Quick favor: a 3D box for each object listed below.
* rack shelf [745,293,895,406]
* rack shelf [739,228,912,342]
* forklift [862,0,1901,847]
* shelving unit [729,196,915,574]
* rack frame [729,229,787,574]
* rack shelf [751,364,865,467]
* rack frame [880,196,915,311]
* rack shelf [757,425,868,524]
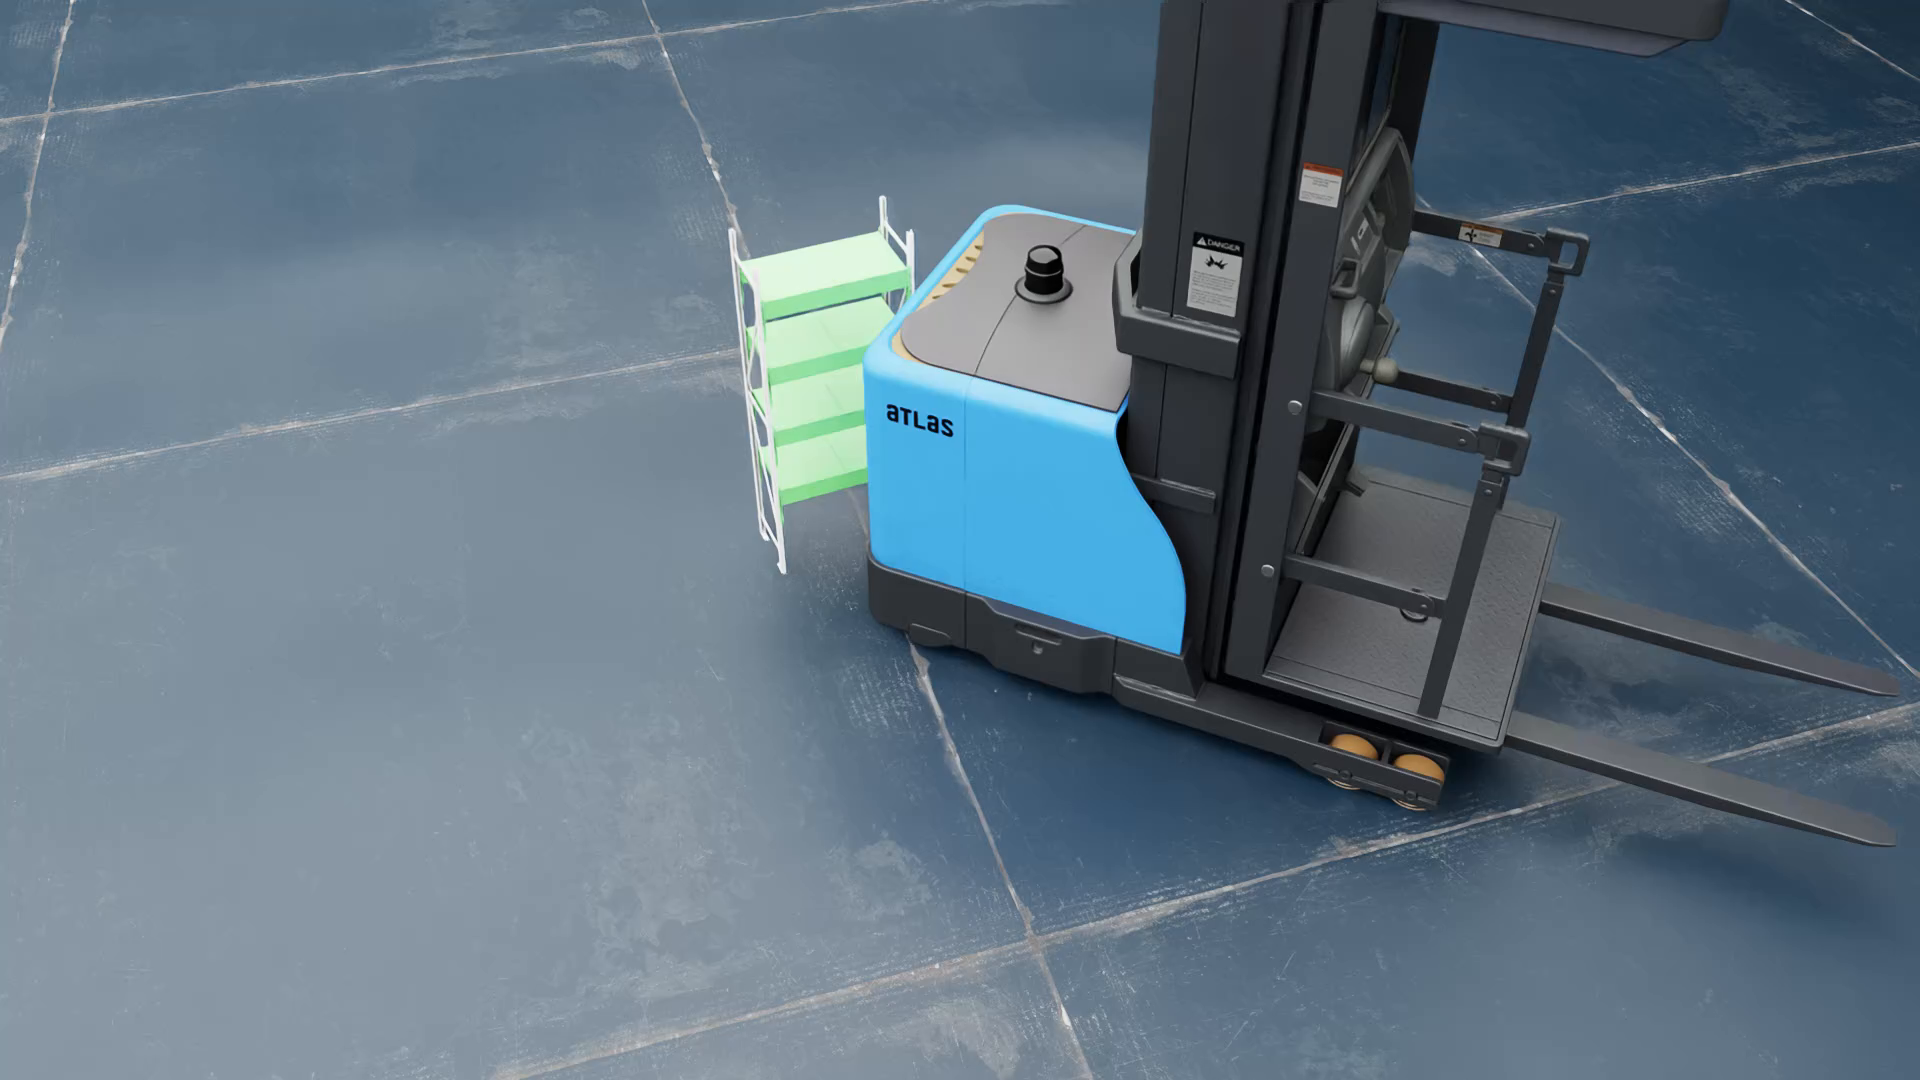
[{"bbox_3d":[-0.418,-0.607,5.265,0.480,0.148,0.258,-16,44,-18],"label":"rack shelf"},{"bbox_3d":[-0.418,-0.787,5.107,0.480,0.148,0.258,-16,44,-18],"label":"rack shelf"},{"bbox_3d":[1.268,-0.717,4.343,3.031,2.935,1.130,16,44,18],"label":"forklift"},{"bbox_3d":[-0.418,-0.474,5.381,0.503,1.200,0.258,-16,44,-18],"label":"shelving unit"},{"bbox_3d":[-0.641,-0.410,5.307,0.015,1.200,0.240,-16,44,-18],"label":"rack frame"},{"bbox_3d":[-0.418,-0.426,5.423,0.480,0.148,0.258,-16,44,-18],"label":"rack shelf"},{"bbox_3d":[-0.194,-0.538,5.454,0.015,1.200,0.240,-16,44,-18],"label":"rack frame"},{"bbox_3d":[-0.418,-0.245,5.581,0.480,0.148,0.258,-16,44,-18],"label":"rack shelf"}]
